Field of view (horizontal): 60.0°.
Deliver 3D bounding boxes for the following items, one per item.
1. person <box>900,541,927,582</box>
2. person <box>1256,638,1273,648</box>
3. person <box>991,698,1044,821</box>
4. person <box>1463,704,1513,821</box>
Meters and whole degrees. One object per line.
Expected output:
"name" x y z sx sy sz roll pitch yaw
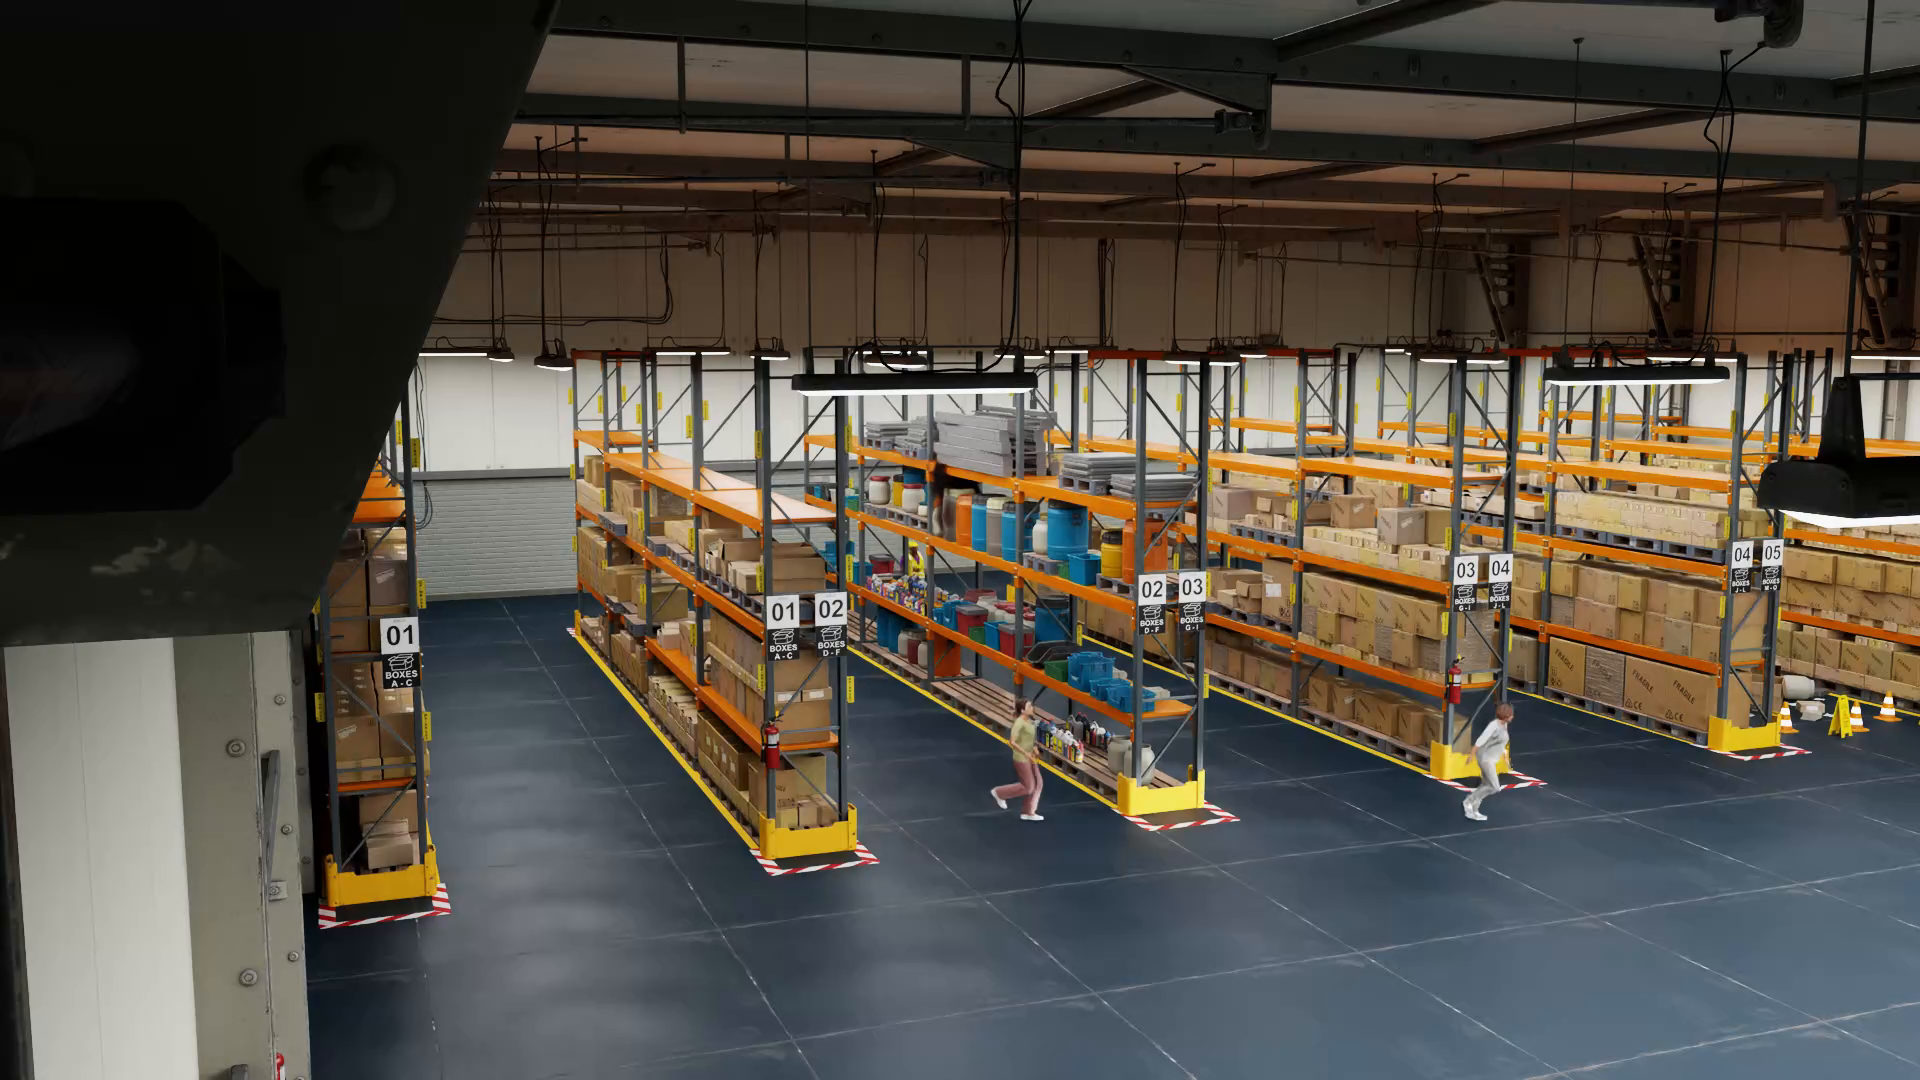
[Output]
"person" -1.018 0.891 36.853 0.727 1.757 0.930 -5 9 -36
"person" 6.137 1.476 32.868 0.544 1.601 0.702 -5 9 -35
"person" 0.761 2.849 21.673 0.688 1.622 0.593 2 7 15
"person" 6.872 2.891 21.627 0.545 1.545 0.561 5 9 33
